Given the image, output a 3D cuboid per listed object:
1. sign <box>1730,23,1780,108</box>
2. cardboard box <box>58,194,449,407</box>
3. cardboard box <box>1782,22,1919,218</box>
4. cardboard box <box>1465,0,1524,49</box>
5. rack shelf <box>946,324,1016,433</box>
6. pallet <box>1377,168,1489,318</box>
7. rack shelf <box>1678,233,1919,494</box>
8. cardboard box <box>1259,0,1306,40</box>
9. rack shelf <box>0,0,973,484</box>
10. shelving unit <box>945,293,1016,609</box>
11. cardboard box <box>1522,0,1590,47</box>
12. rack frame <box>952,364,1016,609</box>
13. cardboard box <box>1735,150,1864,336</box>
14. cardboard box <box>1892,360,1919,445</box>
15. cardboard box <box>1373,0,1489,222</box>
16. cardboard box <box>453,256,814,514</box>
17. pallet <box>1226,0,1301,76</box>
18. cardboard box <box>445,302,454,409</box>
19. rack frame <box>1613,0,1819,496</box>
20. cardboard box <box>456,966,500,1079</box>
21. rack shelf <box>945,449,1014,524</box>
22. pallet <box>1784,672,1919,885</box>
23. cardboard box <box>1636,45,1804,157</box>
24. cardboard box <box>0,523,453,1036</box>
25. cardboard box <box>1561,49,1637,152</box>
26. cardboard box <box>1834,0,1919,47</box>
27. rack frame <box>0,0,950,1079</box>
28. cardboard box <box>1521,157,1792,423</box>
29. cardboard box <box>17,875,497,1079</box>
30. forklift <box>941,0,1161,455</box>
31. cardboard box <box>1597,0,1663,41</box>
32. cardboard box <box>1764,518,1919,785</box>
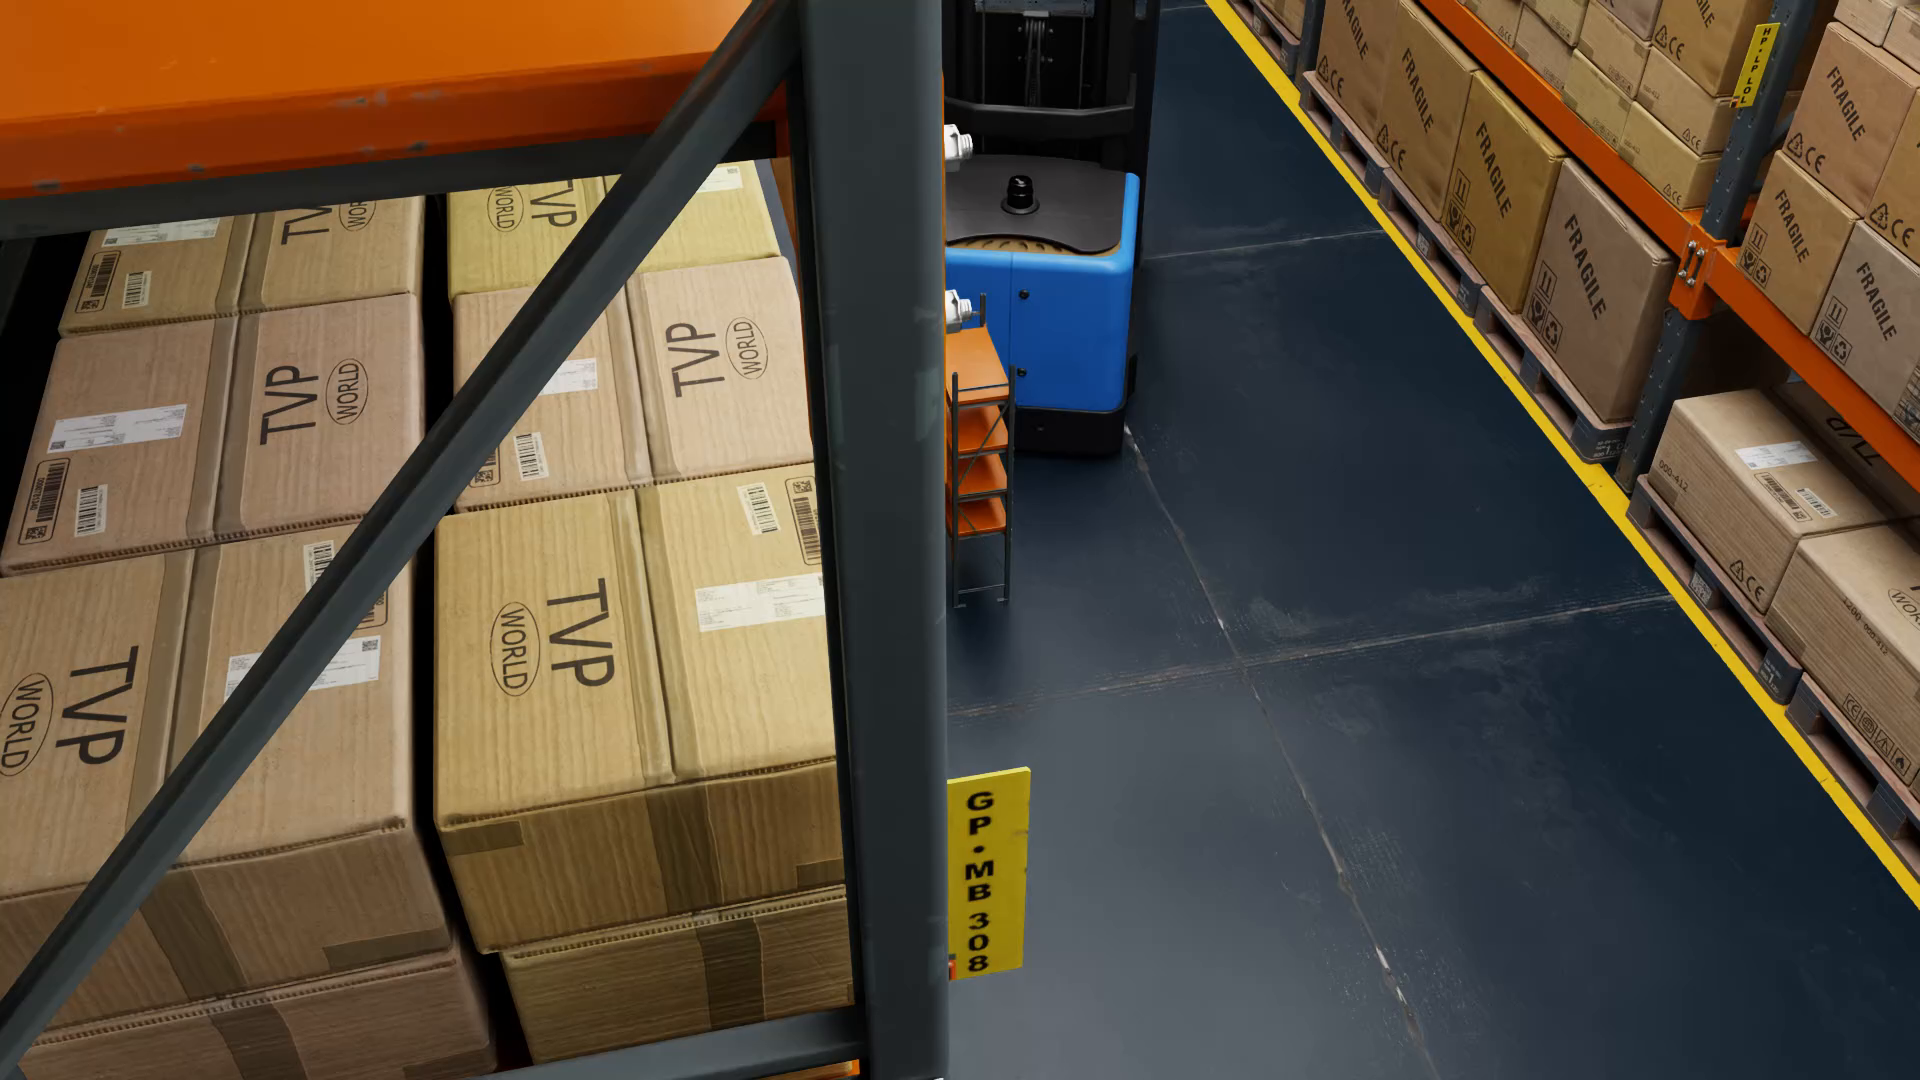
[{"bbox_3d":[2.943,-1.753,6.153,0.100,0.325,0.005,-8,42,-9],"label":"sign"},{"bbox_3d":[-1.113,-0.410,2.705,0.500,0.250,0.500,-8,42,-9],"label":"cardboard box"},{"bbox_3d":[3.337,-1.502,5.854,0.500,0.500,0.500,-8,42,-9],"label":"cardboard box"},{"bbox_3d":[2.813,-2.627,8.063,0.500,0.250,0.500,-8,42,-9],"label":"cardboard box"},{"bbox_3d":[0.036,-0.635,6.470,0.258,0.148,0.480,-8,42,-9],"label":"rack shelf"},{"bbox_3d":[2.964,-1.673,8.976,1.003,0.211,1.213,-8,42,-9],"label":"pallet"},{"bbox_3d":[3.902,0.131,5.384,1.077,0.370,4.000,-8,42,-9],"label":"rack shelf"},{"bbox_3d":[2.495,-3.569,10.674,0.950,0.372,0.625,-11,43,-12],"label":"cardboard box"},{"bbox_3d":[-0.943,-1.397,2.590,1.077,0.370,4.000,-8,42,-9],"label":"rack shelf"},{"bbox_3d":[0.036,-0.341,6.731,0.258,1.200,0.503,-8,42,-9],"label":"shelving unit"},{"bbox_3d":[2.905,-2.474,7.514,0.500,0.250,0.500,-7,42,-8],"label":"cardboard box"},{"bbox_3d":[0.088,-0.183,6.553,0.240,1.200,0.015,-8,42,-9],"label":"rack frame"},{"bbox_3d":[3.316,-1.130,6.188,0.500,0.500,0.500,-7,42,-8],"label":"cardboard box"},{"bbox_3d":[3.522,-0.480,5.456,0.500,0.500,0.500,-8,42,-9],"label":"cardboard box"},{"bbox_3d":[2.864,-2.351,8.923,0.875,0.875,0.875,-8,42,-9],"label":"cardboard box"},{"bbox_3d":[-0.454,-0.148,2.409,0.500,0.250,0.500,-9,42,-10],"label":"cardboard box"},{"bbox_3d":[2.440,-3.491,11.024,1.003,0.211,1.213,-8,42,-9],"label":"pallet"},{"bbox_3d":[-1.099,-0.211,2.857,0.500,0.250,0.500,-9,42,-10],"label":"cardboard box"},{"bbox_3d":[3.471,-1.434,6.606,1.000,3.000,0.127,-8,42,-9],"label":"rack frame"},{"bbox_3d":[-0.807,0.670,2.165,0.380,0.149,0.250,-7,42,-8],"label":"cardboard box"},{"bbox_3d":[0.036,-0.291,6.775,0.258,0.148,0.480,-8,42,-9],"label":"rack shelf"},{"bbox_3d":[3.825,0.905,6.071,1.003,0.211,1.213,-8,42,-9],"label":"pallet"},{"bbox_3d":[3.138,-1.816,6.773,0.500,0.250,0.500,-8,42,-9],"label":"cardboard box"},{"bbox_3d":[-0.880,0.260,1.950,0.500,0.250,0.500,-9,42,-10],"label":"cardboard box"},{"bbox_3d":[3.019,-1.963,7.315,0.500,0.250,0.500,-9,42,-10],"label":"cardboard box"},{"bbox_3d":[3.285,-1.846,5.753,0.380,0.149,0.250,-9,42,-10],"label":"cardboard box"},{"bbox_3d":[-0.512,-0.371,0.890,1.000,3.000,0.127,-8,42,-9],"label":"rack frame"},{"bbox_3d":[3.259,-1.187,7.612,0.875,0.875,0.875,-7,42,-8],"label":"cardboard box"},{"bbox_3d":[-0.873,0.446,2.117,0.500,0.250,0.500,-9,42,-10],"label":"cardboard box"},{"bbox_3d":[0.391,-2.459,7.812,1.130,2.935,3.031,4,42,5],"label":"forklift"},{"bbox_3d":[3.010,-2.433,6.903,0.500,0.500,0.500,-8,42,-8],"label":"cardboard box"},{"bbox_3d":[3.695,0.370,6.188,0.875,0.438,0.875,-10,42,-11],"label":"cardboard box"}]
